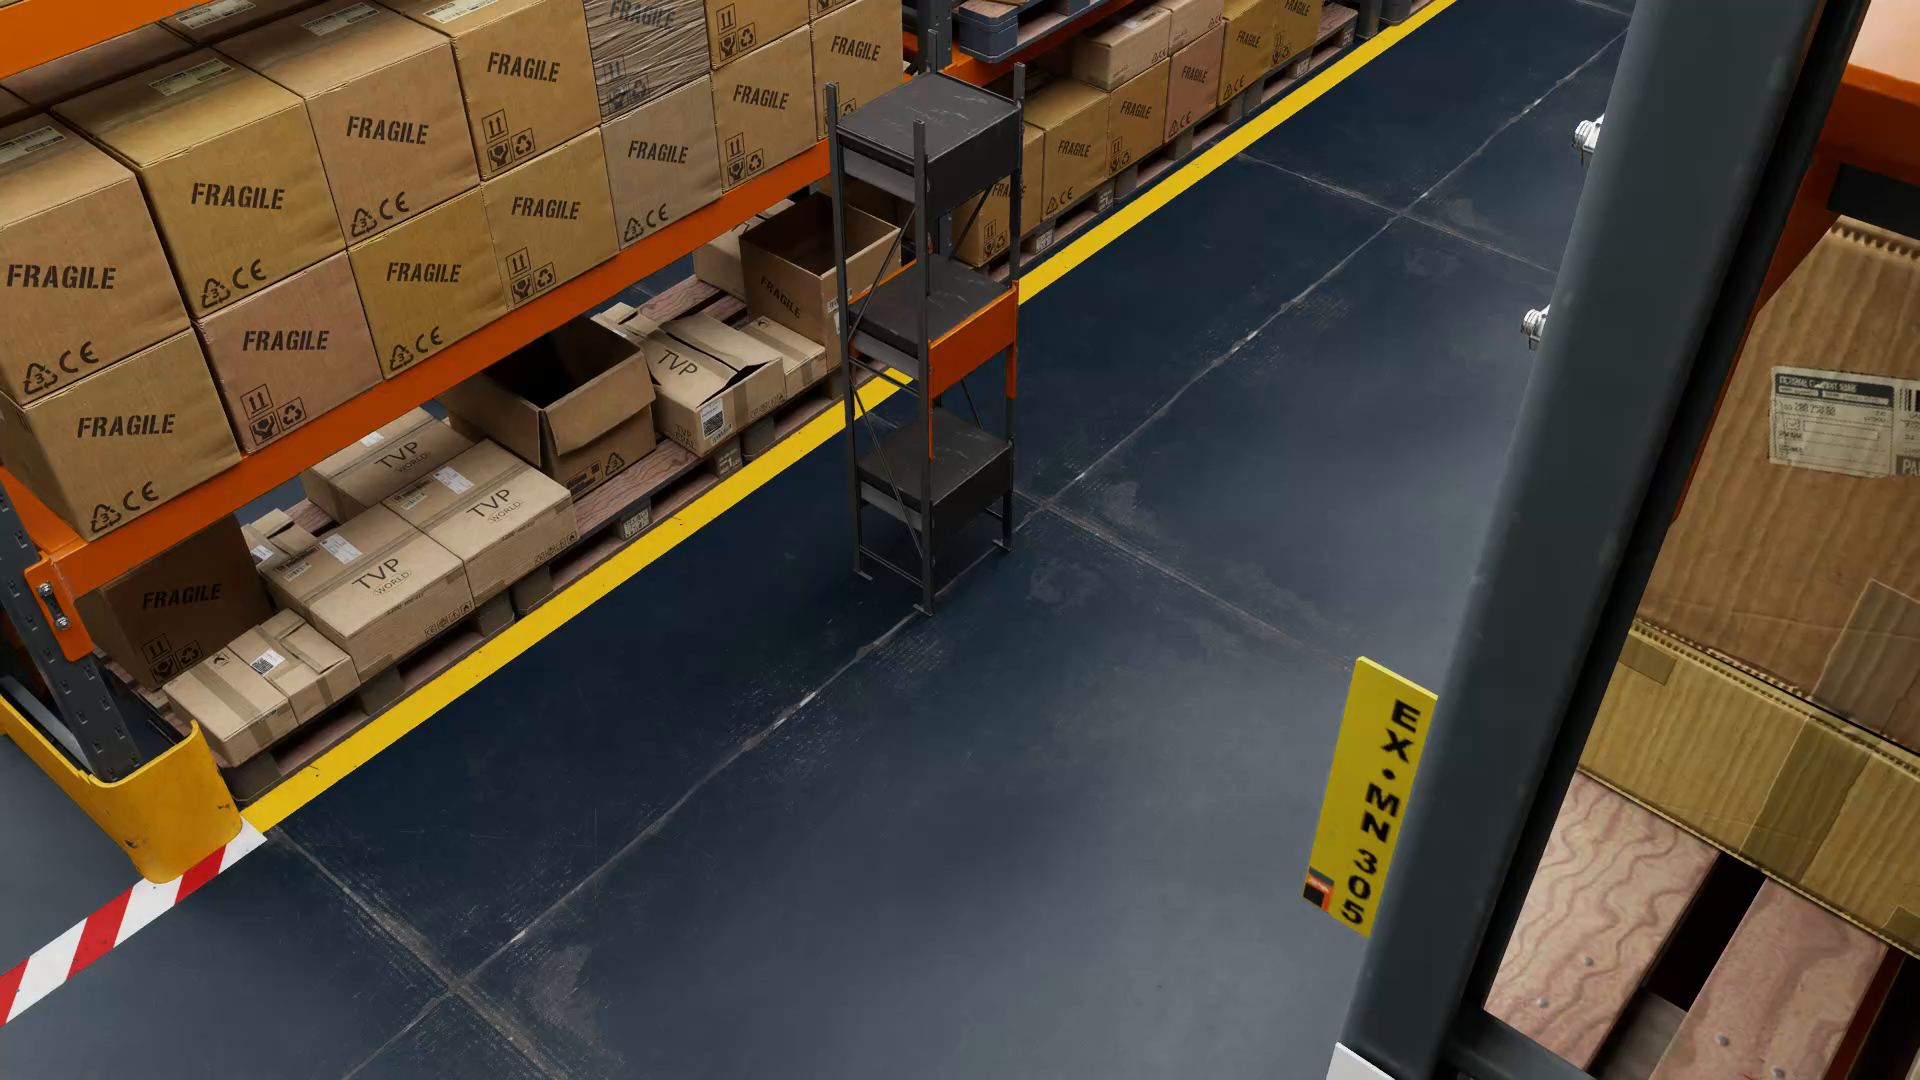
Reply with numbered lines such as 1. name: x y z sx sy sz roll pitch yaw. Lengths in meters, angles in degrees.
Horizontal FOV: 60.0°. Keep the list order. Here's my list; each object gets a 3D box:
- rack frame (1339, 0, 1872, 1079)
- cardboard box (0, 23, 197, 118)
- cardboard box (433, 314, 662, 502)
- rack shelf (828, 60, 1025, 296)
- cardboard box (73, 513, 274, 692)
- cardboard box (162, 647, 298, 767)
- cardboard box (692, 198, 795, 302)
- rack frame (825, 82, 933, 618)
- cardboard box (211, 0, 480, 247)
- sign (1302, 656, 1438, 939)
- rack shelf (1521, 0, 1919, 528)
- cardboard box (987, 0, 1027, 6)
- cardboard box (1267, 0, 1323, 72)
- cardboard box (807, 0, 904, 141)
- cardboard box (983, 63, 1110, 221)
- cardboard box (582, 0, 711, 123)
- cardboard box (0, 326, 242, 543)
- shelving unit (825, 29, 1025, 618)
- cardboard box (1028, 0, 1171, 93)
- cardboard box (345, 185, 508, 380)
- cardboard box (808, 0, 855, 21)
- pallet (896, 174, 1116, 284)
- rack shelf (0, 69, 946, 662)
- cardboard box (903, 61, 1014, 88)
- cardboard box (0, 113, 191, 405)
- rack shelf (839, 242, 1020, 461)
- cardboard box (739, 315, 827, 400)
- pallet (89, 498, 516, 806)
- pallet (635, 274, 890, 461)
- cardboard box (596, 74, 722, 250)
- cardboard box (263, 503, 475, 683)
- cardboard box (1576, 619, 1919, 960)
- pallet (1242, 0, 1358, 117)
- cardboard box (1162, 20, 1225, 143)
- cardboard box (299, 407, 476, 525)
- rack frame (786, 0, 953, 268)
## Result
1. rack frame: 0.767 -0.333 0.428 1.000 3.000 0.127 29 50 28
2. cardboard box: -2.626 -1.272 5.102 0.500 0.500 0.500 31 51 29
3. cardboard box: -1.658 -0.586 6.693 0.797 0.503 0.637 29 50 28
4. rack shelf: -0.107 -1.199 5.488 0.431 0.518 0.480 29 50 28
5. cardboard box: -2.865 0.119 5.921 0.500 0.500 0.500 29 50 28
6. cardboard box: -2.494 0.569 5.687 0.380 0.149 0.250 29 50 28
7. cardboard box: -0.888 -1.362 7.690 0.500 0.311 0.500 29 50 28
8. rack frame: -0.264 -0.566 5.812 0.400 2.100 0.015 29 50 28
9. cardboard box: -1.883 -1.306 5.139 0.500 0.500 0.500 30 50 29
10. sign: 0.361 0.236 1.432 0.100 0.325 0.005 29 50 28
11. rack shelf: 2.054 -0.949 1.937 1.077 0.370 4.000 29 50 28
12. cardboard box: 0.024 -2.656 7.055 0.700 0.500 0.500 14 44 15
13. cardboard box: 1.699 -3.031 9.384 0.500 0.500 0.500 32 51 30
14. cardboard box: -0.578 -1.985 6.629 0.500 0.500 0.500 30 50 29
15. cardboard box: 0.380 -1.977 8.226 0.500 0.500 0.500 30 50 29
16. cardboard box: -1.232 -1.826 5.711 0.500 0.500 0.500 30 50 29
17. cardboard box: -2.539 -0.408 4.895 0.500 0.500 0.500 31 50 29
18. shelving unit: -0.107 -0.692 5.950 0.431 2.100 0.503 29 50 28
19. cardboard box: 0.689 -2.490 8.233 0.500 0.250 0.500 30 50 29
20. cardboard box: -1.886 -0.933 5.472 0.500 0.500 0.500 29 50 28
21. cardboard box: -0.580 -2.351 6.288 0.500 0.500 0.500 30 50 29
22. pallet: 0.042 -1.720 8.484 1.003 0.211 1.213 29 50 28
23. rack shelf: -1.740 -1.020 6.177 1.077 0.370 4.000 29 50 28
24. cardboard box: -0.030 -2.183 8.453 0.500 0.500 0.500 30 50 29
25. cardboard box: -2.539 -0.778 4.558 0.500 0.500 0.500 31 51 30
26. rack shelf: -0.107 -0.682 5.959 0.431 0.518 0.480 29 50 28
27. cardboard box: -0.798 -0.789 7.180 0.380 0.149 0.250 29 50 28
28. pallet: -2.466 0.325 6.236 1.003 0.211 1.213 29 50 28
29. pallet: -0.895 -0.931 7.617 1.003 0.211 1.213 29 50 28
30. cardboard box: -1.237 -1.453 6.044 0.500 0.500 0.500 31 50 29
31. cardboard box: -2.138 0.183 6.036 0.500 0.250 0.500 29 50 28
32. cardboard box: 1.035 0.148 1.853 0.500 0.250 0.500 31 51 30
33. pallet: 1.612 -2.976 9.866 1.003 0.211 1.213 29 50 28
34. cardboard box: 1.033 -2.491 8.791 0.500 0.500 0.500 28 49 27
35. cardboard box: -2.231 -0.265 6.528 0.500 0.250 0.500 29 50 28
36. rack frame: -0.453 -2.316 7.068 1.000 3.000 0.127 29 50 28
